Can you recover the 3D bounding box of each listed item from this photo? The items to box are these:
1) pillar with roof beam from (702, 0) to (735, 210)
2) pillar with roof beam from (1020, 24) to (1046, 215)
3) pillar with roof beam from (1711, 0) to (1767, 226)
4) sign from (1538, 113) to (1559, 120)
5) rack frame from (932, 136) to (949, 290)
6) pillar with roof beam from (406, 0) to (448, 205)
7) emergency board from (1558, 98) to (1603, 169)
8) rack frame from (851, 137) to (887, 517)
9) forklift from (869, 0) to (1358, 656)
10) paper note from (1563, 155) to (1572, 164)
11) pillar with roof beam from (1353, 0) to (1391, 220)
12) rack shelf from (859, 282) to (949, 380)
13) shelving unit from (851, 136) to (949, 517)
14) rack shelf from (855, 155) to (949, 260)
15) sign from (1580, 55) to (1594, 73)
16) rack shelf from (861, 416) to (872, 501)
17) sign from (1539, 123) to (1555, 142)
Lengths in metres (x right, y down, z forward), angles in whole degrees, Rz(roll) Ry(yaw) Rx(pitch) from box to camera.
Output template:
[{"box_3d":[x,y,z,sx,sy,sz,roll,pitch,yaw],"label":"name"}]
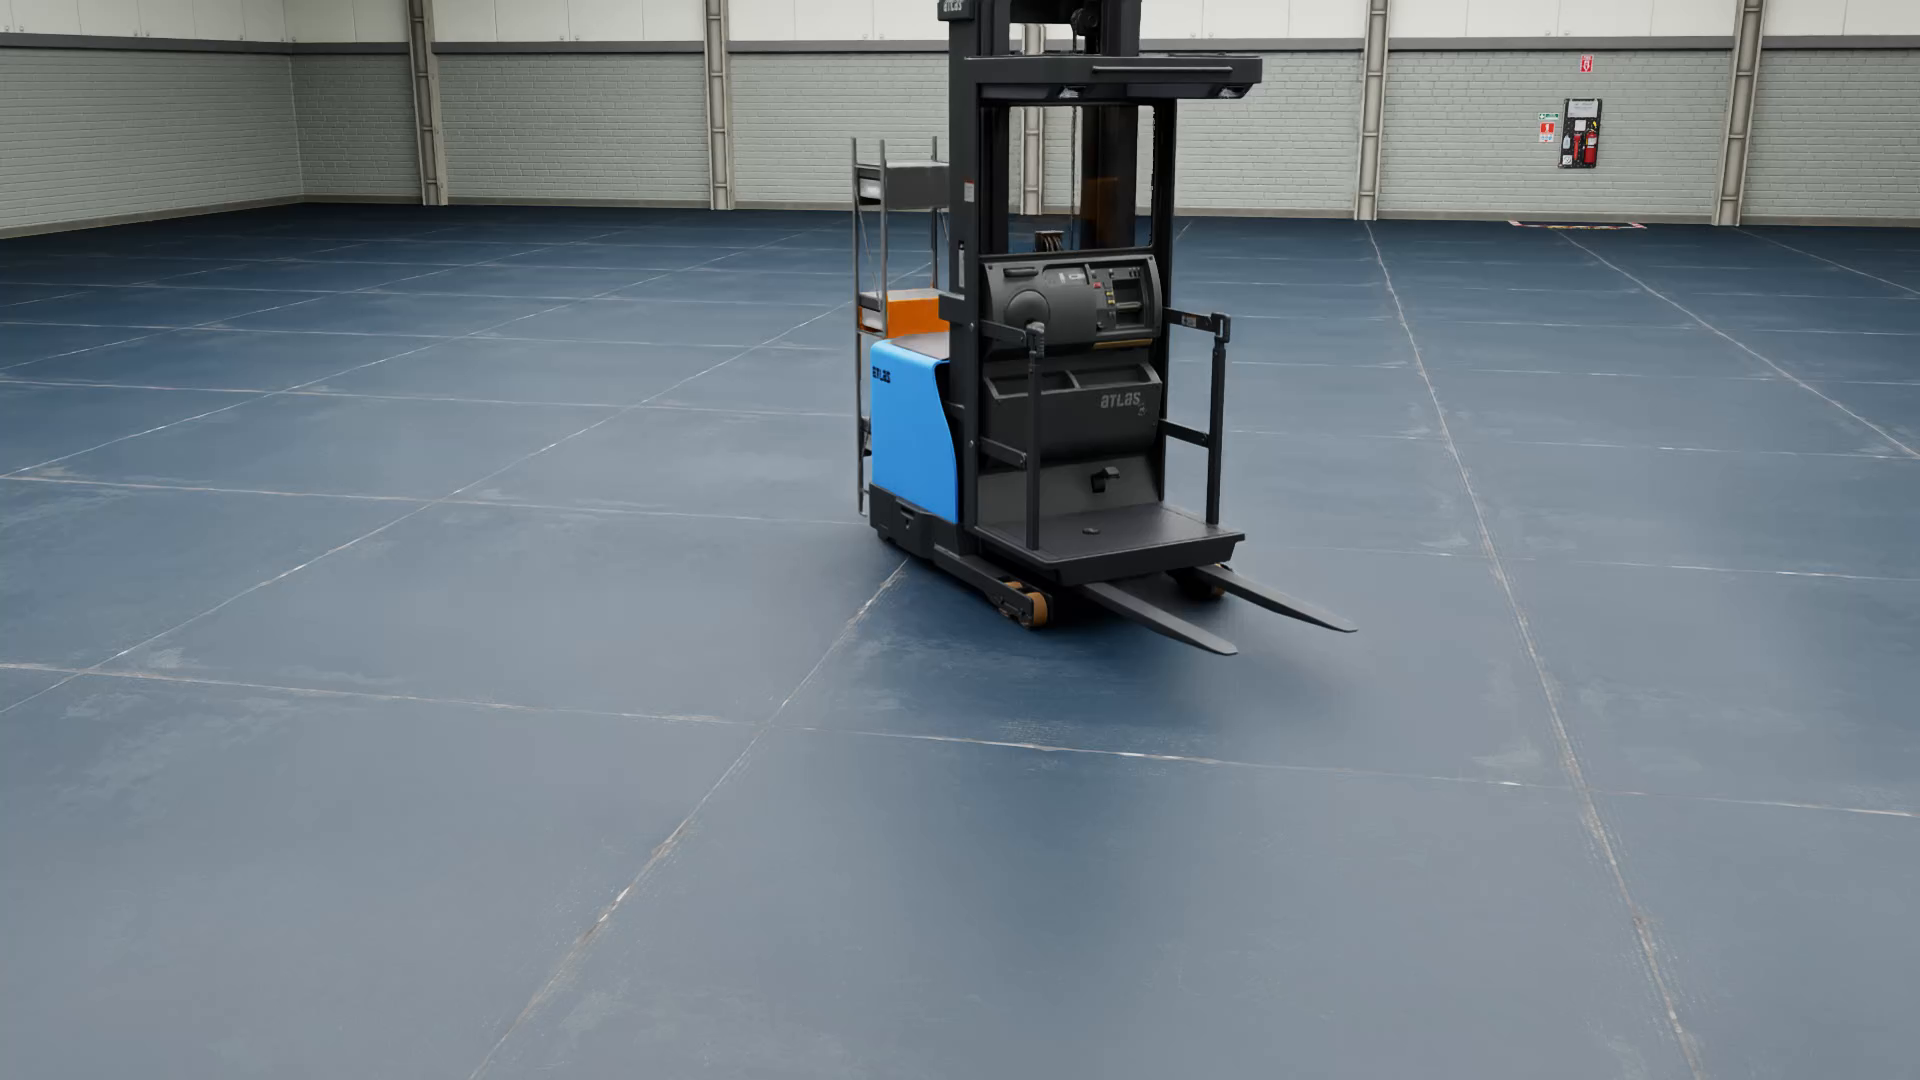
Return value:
[{"box_3d":[-5.405,-9.562,26.655,0.400,9.000,9.100,3,16,11],"label":"pillar with roof beam"},{"box_3d":[0.475,-9.243,25.503,0.400,9.000,9.100,3,16,11],"label":"pillar with roof beam"},{"box_3d":[12.234,-8.605,23.198,0.400,9.000,9.100,3,16,11],"label":"pillar with roof beam"},{"box_3d":[10.160,-7.307,28.694,0.331,0.109,0.001,3,16,11],"label":"sign"},{"box_3d":[-0.056,-1.180,9.317,0.015,2.100,0.400,-8,17,-26],"label":"rack frame"},{"box_3d":[-11.284,-9.881,27.807,0.400,9.000,9.100,3,16,11],"label":"pillar with roof beam"},{"box_3d":[10.678,-6.981,28.575,0.643,1.169,0.194,3,16,11],"label":"emergency board"},{"box_3d":[-0.488,-1.120,9.100,0.015,2.100,0.400,-8,17,-26],"label":"rack frame"},{"box_3d":[0.641,-1.147,7.642,1.130,2.935,3.031,-8,17,-27],"label":"forklift"},{"box_3d":[10.518,-6.584,28.792,0.142,0.148,0.016,3,16,11],"label":"paper note"},{"box_3d":[6.355,-8.924,24.350,0.400,9.000,9.100,3,16,11],"label":"pillar with roof beam"},{"box_3d":[-0.272,-1.137,9.212,0.480,0.518,0.431,-8,17,-26],"label":"rack shelf"},{"box_3d":[-0.272,-1.150,9.209,0.503,2.100,0.431,-8,17,-26],"label":"shelving unit"},{"box_3d":[-0.273,-1.811,9.025,0.480,0.518,0.431,-8,17,-26],"label":"rack shelf"},{"box_3d":[10.690,-8.125,28.361,0.199,0.298,0.001,3,16,11],"label":"sign"},{"box_3d":[-0.271,-0.462,9.399,0.480,0.518,0.431,-8,17,-26],"label":"rack shelf"},{"box_3d":[10.157,-7.055,28.774,0.234,0.329,0.001,3,16,11],"label":"sign"}]
